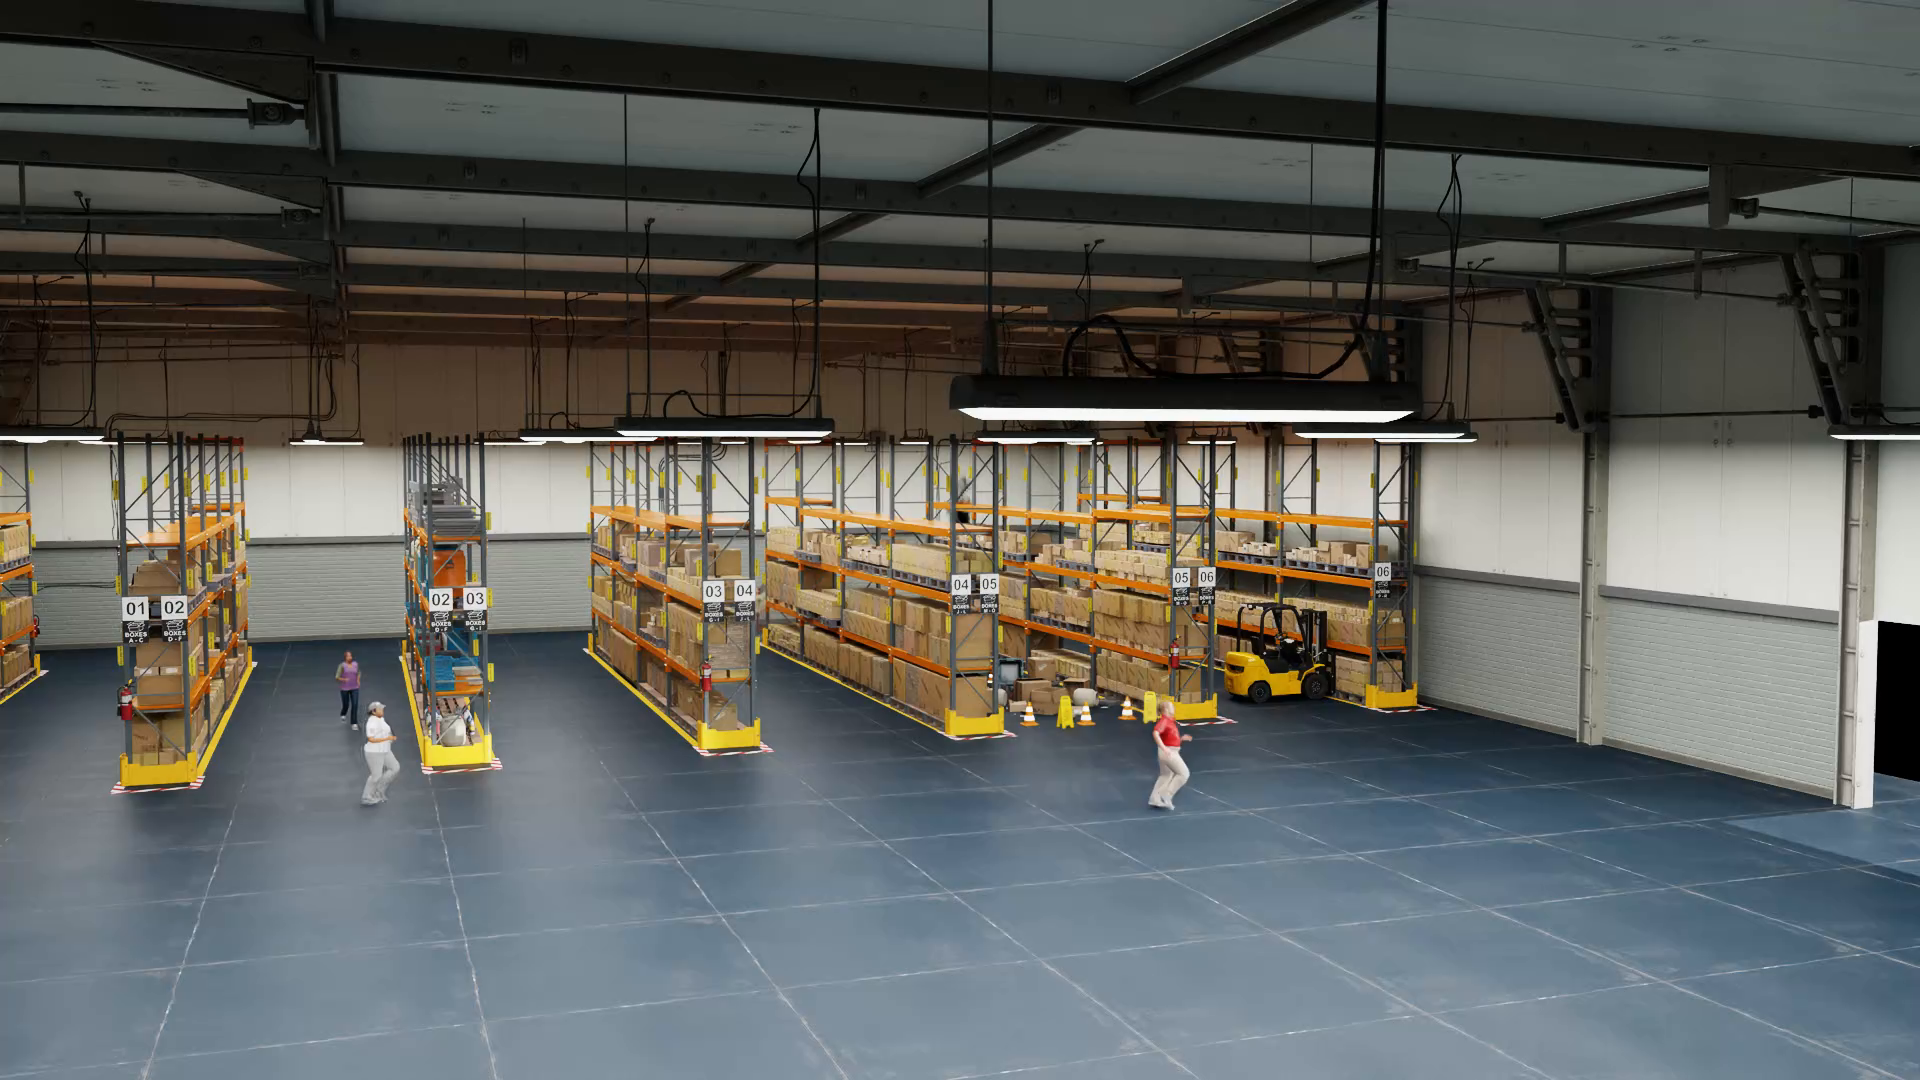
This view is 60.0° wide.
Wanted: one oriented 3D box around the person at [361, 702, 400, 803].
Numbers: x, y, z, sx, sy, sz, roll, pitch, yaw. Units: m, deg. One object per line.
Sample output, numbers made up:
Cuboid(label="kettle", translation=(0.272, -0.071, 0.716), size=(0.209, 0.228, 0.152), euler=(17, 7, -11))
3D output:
Cuboid(label="person", translation=(-9.298, 3.422, 26.699), size=(0.632, 1.668, 0.589), euler=(0, 3, 5))

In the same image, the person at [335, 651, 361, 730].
Cuboid(label="person", translation=(-12.390, 3.036, 33.749), size=(0.540, 1.574, 0.867), euler=(-2, 4, -34))

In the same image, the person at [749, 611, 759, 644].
Cuboid(label="person", translation=(-5.722, 2.376, 44.738), size=(0.671, 1.638, 0.568), euler=(-1, 3, -18))

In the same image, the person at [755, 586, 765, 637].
Cuboid(label="person", translation=(-6.100, 2.168, 49.162), size=(0.856, 1.630, 0.646), euler=(-2, 4, -31))

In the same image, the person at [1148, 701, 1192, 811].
Cuboid(label="person", translation=(3.337, 3.412, 26.318), size=(0.693, 1.716, 0.641), euler=(0, 3, 0))
